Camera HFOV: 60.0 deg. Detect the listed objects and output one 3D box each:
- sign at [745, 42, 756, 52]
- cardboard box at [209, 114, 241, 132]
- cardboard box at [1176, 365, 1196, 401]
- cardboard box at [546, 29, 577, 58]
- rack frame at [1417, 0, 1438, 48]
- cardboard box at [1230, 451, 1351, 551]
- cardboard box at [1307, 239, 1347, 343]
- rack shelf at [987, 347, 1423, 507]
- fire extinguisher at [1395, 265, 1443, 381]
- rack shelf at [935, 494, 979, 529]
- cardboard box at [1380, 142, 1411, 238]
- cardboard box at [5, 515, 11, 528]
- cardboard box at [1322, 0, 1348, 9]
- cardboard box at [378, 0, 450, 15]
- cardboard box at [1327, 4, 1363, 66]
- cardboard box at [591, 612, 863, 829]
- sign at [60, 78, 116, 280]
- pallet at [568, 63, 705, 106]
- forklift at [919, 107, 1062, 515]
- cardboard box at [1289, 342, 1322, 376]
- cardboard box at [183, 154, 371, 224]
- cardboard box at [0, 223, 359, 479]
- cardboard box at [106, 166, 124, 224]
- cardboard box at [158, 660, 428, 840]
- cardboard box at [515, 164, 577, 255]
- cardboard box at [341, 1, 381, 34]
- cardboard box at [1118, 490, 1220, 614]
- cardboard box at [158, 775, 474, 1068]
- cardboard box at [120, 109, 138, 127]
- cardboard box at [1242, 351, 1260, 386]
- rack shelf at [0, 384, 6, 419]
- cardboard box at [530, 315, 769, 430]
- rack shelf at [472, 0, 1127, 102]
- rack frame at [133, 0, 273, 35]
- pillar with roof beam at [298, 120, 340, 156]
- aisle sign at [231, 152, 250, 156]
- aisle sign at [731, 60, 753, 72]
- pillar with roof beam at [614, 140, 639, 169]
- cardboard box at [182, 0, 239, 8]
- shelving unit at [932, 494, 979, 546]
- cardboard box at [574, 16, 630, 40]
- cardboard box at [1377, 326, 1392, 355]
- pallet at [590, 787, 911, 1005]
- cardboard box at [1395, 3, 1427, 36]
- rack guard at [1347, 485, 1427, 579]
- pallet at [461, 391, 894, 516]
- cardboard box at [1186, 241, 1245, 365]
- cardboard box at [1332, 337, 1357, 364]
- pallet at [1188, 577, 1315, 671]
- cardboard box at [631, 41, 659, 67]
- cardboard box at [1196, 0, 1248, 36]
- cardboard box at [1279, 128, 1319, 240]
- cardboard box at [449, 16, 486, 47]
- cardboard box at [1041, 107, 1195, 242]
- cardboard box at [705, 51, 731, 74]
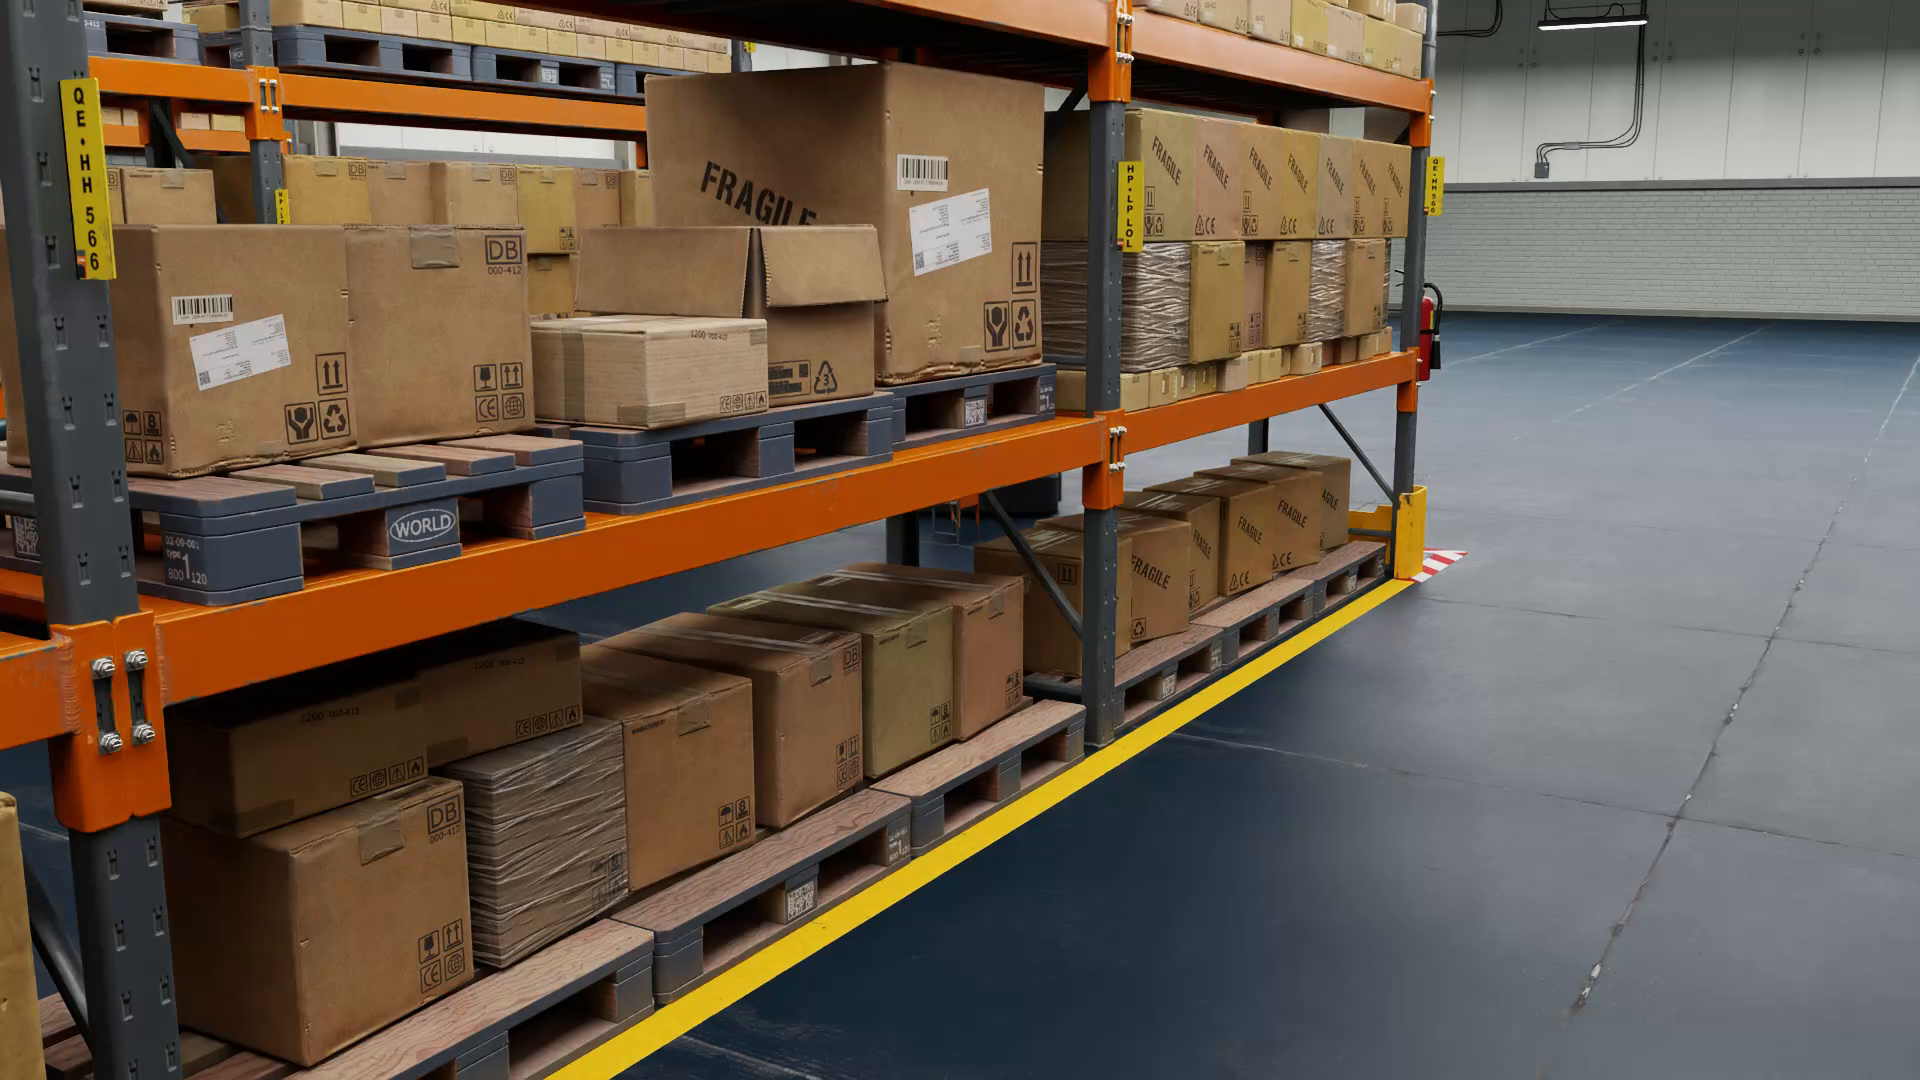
[{"bbox_3d":[-1.502,-3.646,11.848,0.100,0.325,0.005,6,12,31],"label":"sign"},{"bbox_3d":[-6.288,-3.512,14.007,0.380,0.149,0.250,6,12,31],"label":"cardboard box"},{"bbox_3d":[0.768,-0.672,6.988,0.380,0.149,0.250,6,12,31],"label":"cardboard box"},{"bbox_3d":[-2.633,-3.111,10.453,0.380,0.149,0.250,7,12,31],"label":"cardboard box"},{"bbox_3d":[2.229,-4.288,9.319,1.000,3.000,0.127,6,12,31],"label":"rack frame"},{"bbox_3d":[1.890,-0.220,9.546,0.500,0.500,0.500,9,14,41],"label":"cardboard box"},{"bbox_3d":[1.466,-1.286,8.507,0.875,0.500,0.500,6,12,31],"label":"cardboard box"},{"bbox_3d":[1.190,-0.671,8.257,1.077,0.370,4.000,6,12,31],"label":"rack shelf"},{"bbox_3d":[2.682,-1.275,9.739,0.296,0.674,0.183,6,12,31],"label":"fire extinguisher"},{"bbox_3d":[-0.028,-0.224,10.780,0.215,0.259,0.240,6,12,31],"label":"rack shelf"},{"bbox_3d":[2.154,-1.916,9.154,0.500,0.500,0.500,6,12,31],"label":"cardboard box"},{"bbox_3d":[-4.784,-0.043,7.919,1.050,0.750,0.750,6,12,31],"label":"cardboard box"},{"bbox_3d":[1.669,-2.659,8.090,0.380,0.149,0.250,6,12,28],"label":"cardboard box"},{"bbox_3d":[-3.281,-3.132,9.482,0.500,0.250,0.500,6,12,30],"label":"cardboard box"},{"bbox_3d":[1.665,-2.481,8.227,0.500,0.250,0.500,7,13,32],"label":"cardboard box"},{"bbox_3d":[-0.739,0.558,5.334,0.700,0.500,0.500,5,12,26],"label":"cardboard box"},{"bbox_3d":[-1.449,-0.598,2.763,0.100,0.325,0.005,6,12,31],"label":"sign"},{"bbox_3d":[-2.334,-3.142,11.591,1.003,0.211,1.213,6,12,31],"label":"pallet"},{"bbox_3d":[0.187,-1.841,12.740,1.130,2.935,3.031,0,11,1],"label":"forklift"},{"bbox_3d":[1.568,-0.905,8.236,0.380,0.149,0.250,6,12,31],"label":"cardboard box"},{"bbox_3d":[-3.814,-1.859,9.306,0.875,0.550,0.550,6,12,31],"label":"cardboard box"},{"bbox_3d":[-1.679,-0.425,3.577,0.500,0.500,0.500,5,12,24],"label":"cardboard box"},{"bbox_3d":[-4.553,-1.581,8.172,0.700,0.500,0.500,6,12,30],"label":"cardboard box"},{"bbox_3d":[-1.603,0.454,3.849,0.500,0.250,0.500,7,13,33],"label":"cardboard box"},{"bbox_3d":[-2.961,-2.113,10.660,0.875,0.550,0.500,6,12,31],"label":"cardboard box"},{"bbox_3d":[-3.422,-2.872,9.177,0.380,0.149,0.250,6,12,31],"label":"cardboard box"},{"bbox_3d":[0.940,0.057,8.064,0.500,0.500,0.500,5,12,26],"label":"cardboard box"},{"bbox_3d":[-1.594,0.824,3.913,0.700,0.500,0.500,6,12,28],"label":"cardboard box"},{"bbox_3d":[-6.733,-3.396,13.389,0.380,0.149,0.250,6,12,30],"label":"cardboard box"},{"bbox_3d":[1.149,-0.791,7.624,0.380,0.149,0.250,6,12,31],"label":"cardboard box"},{"bbox_3d":[-5.073,-0.532,7.513,1.077,0.370,4.000,6,12,31],"label":"rack shelf"},{"bbox_3d":[-0.858,-0.455,4.416,0.500,0.250,0.500,6,12,29],"label":"cardboard box"},{"bbox_3d":[-0.886,-1.516,4.621,1.077,0.370,4.000,6,12,31],"label":"rack shelf"},{"bbox_3d":[-4.035,-4.149,8.575,1.000,3.000,0.127,6,12,31],"label":"rack frame"},{"bbox_3d":[-4.823,-6.217,19.625,9.100,9.000,0.400,6,12,31],"label":"pillar with roof beam"},{"bbox_3d":[-6.474,-3.603,14.899,0.394,0.787,0.004,6,12,31],"label":"aisle sign"},{"bbox_3d":[-1.665,-3.089,12.154,0.394,0.787,0.004,6,12,31],"label":"aisle sign"},{"bbox_3d":[-1.708,-7.161,24.665,9.100,9.000,0.400,6,12,31],"label":"pillar with roof beam"},{"bbox_3d":[-3.999,-3.104,9.334,0.500,0.250,0.500,6,12,30],"label":"cardboard box"},{"bbox_3d":[-0.028,-0.508,10.727,0.215,1.050,0.252,6,12,31],"label":"shelving unit"},{"bbox_3d":[-2.495,-3.370,10.755,0.500,0.250,0.500,6,12,30],"label":"cardboard box"},{"bbox_3d":[2.257,-1.151,9.549,0.380,0.149,0.250,6,12,31],"label":"cardboard box"},{"bbox_3d":[-0.884,0.976,5.084,1.003,0.211,1.213,6,12,31],"label":"pallet"},{"bbox_3d":[2.351,-2.862,9.180,0.380,0.149,0.250,6,12,31],"label":"cardboard box"},{"bbox_3d":[2.189,-0.099,10.037,1.175,0.500,0.348,6,12,31],"label":"rack guard"},{"bbox_3d":[-0.932,-0.302,4.852,1.003,0.211,1.213,6,12,31],"label":"pallet"},{"bbox_3d":[0.728,-1.046,7.223,0.875,0.500,0.500,6,12,31],"label":"cardboard box"},{"bbox_3d":[1.898,-1.030,8.901,0.380,0.149,0.250,6,12,31],"label":"cardboard box"},{"bbox_3d":[1.103,0.359,8.378,1.003,0.211,1.213,6,12,31],"label":"pallet"},{"bbox_3d":[-2.237,-3.231,11.095,0.380,0.149,0.250,7,12,31],"label":"cardboard box"},{"bbox_3d":[0.875,-2.241,6.943,0.500,0.250,0.500,6,12,30],"label":"cardboard box"},{"bbox_3d":[1.371,-1.681,7.897,0.500,0.500,0.500,6,12,31],"label":"cardboard box"},{"bbox_3d":[-3.029,-2.991,9.814,0.380,0.149,0.250,6,12,30],"label":"cardboard box"},{"bbox_3d":[0.603,-1.443,6.630,0.500,0.500,0.500,6,12,31],"label":"cardboard box"},{"bbox_3d":[-1.841,-3.351,11.734,0.380,0.149,0.250,6,12,31],"label":"cardboard box"}]
